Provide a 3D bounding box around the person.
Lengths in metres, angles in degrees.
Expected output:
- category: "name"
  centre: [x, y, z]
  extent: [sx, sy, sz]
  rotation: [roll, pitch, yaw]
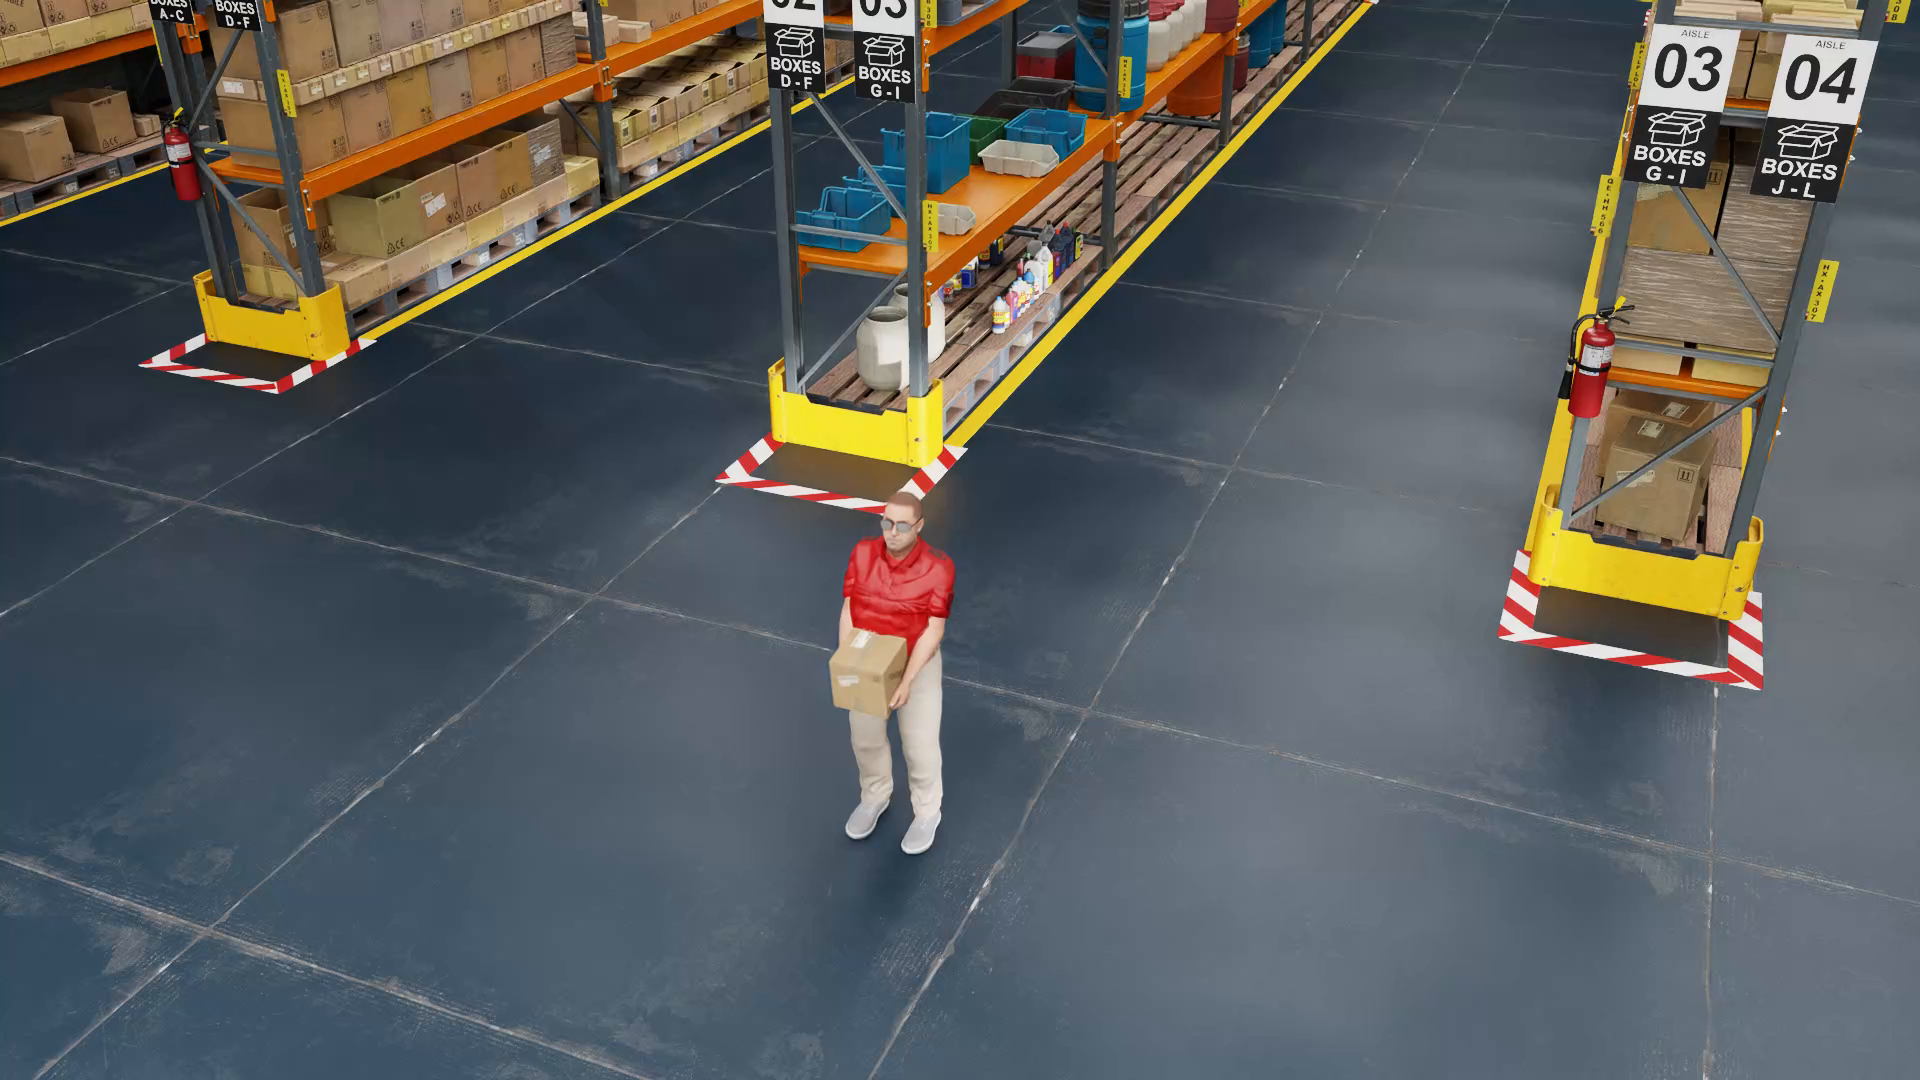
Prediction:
- category: "person"
  centre: [-0.285, 0.581, 7.380]
  extent: [0.561, 1.731, 0.390]
  rotation: [10, 31, 18]
